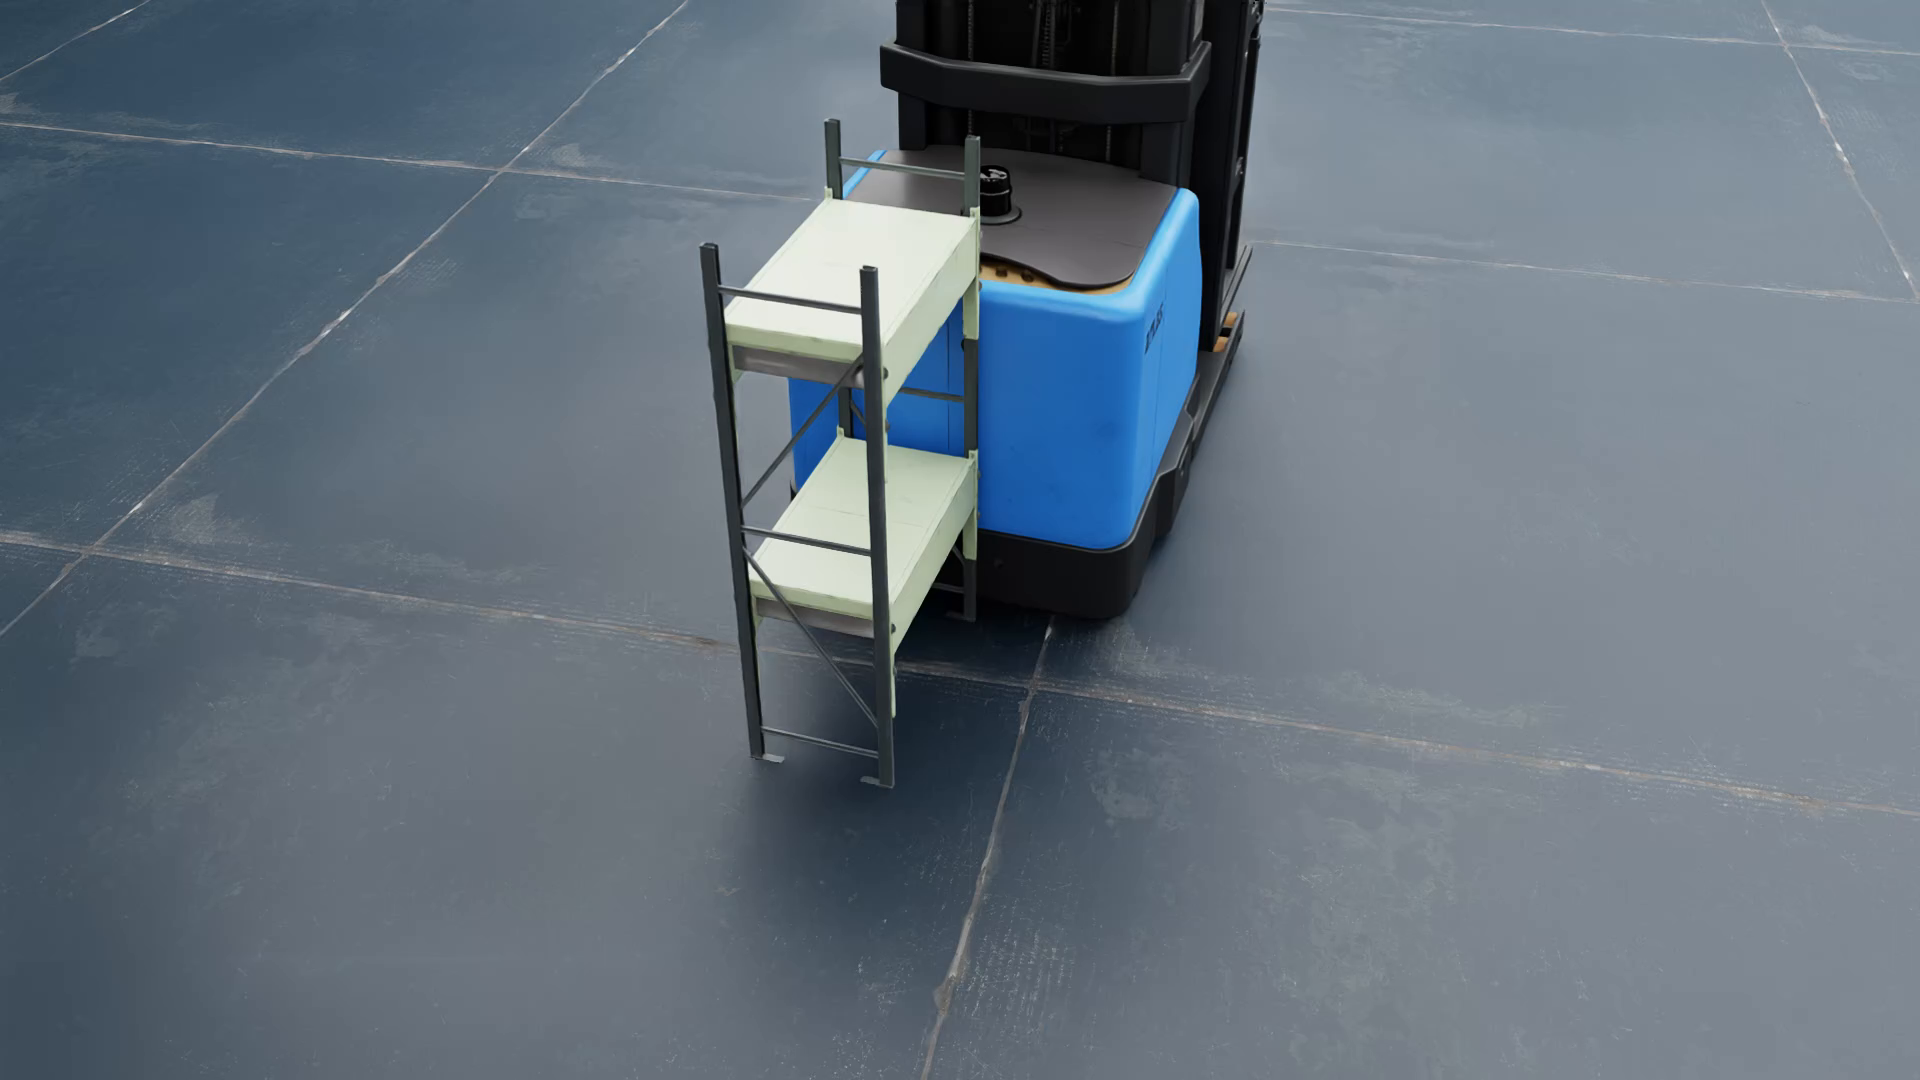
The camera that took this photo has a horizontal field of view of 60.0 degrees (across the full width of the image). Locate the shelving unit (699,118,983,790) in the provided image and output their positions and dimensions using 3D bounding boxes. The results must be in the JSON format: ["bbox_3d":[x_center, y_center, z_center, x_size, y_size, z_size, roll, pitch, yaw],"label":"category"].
[{"bbox_3d":[-0.255,-0.199,4.247,0.431,1.500,0.755,11,37,14],"label":"shelving unit"}]

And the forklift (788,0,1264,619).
[{"bbox_3d":[0.424,-1.824,5.269,1.130,2.935,3.031,11,37,14],"label":"forklift"}]

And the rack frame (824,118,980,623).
[{"bbox_3d":[-0.144,-0.404,4.529,0.400,1.500,0.023,11,37,14],"label":"rack frame"}]

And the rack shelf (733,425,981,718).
[{"bbox_3d":[-0.255,0.065,4.438,0.431,0.370,0.720,11,37,14],"label":"rack shelf"}]

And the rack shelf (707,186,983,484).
[{"bbox_3d":[-0.255,-0.515,4.018,0.431,0.370,0.720,11,37,14],"label":"rack shelf"}]

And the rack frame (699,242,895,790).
[{"bbox_3d":[-0.365,0.006,3.964,0.400,1.500,0.023,11,37,14],"label":"rack frame"}]
